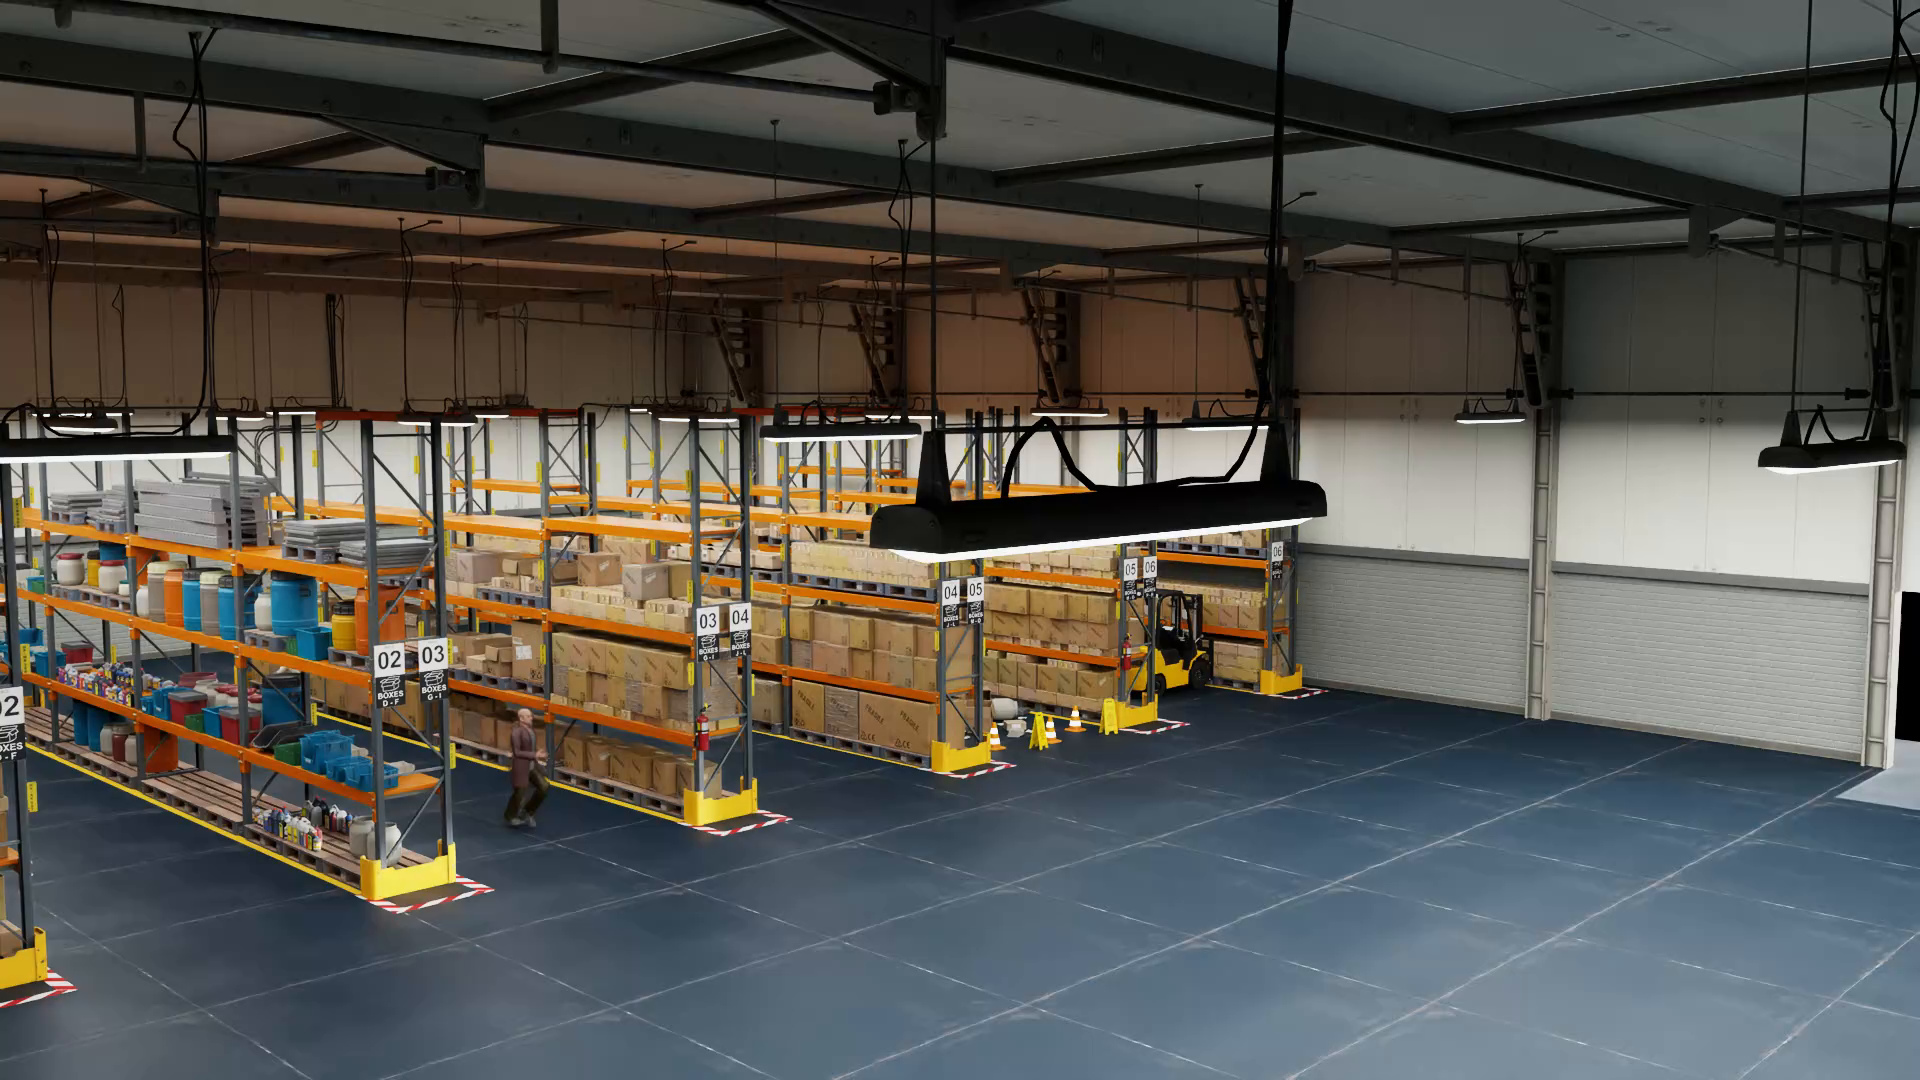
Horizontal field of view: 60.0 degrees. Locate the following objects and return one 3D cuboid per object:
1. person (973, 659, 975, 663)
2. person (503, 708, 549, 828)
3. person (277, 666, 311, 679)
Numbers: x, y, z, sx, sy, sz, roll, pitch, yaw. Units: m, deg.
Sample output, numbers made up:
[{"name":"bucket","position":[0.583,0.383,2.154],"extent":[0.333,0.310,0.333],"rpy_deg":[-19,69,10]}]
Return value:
[{"name":"person","position":[0.015,2.185,37.303],"extent":[0.870,1.666,0.619],"rpy_deg":[5,7,43]},{"name":"person","position":[-6.290,3.363,24.114],"extent":[0.849,1.688,0.650],"rpy_deg":[2,6,26]},{"name":"person","position":[-12.242,2.819,30.665],"extent":[0.719,1.648,0.521],"rpy_deg":[4,7,41]}]
